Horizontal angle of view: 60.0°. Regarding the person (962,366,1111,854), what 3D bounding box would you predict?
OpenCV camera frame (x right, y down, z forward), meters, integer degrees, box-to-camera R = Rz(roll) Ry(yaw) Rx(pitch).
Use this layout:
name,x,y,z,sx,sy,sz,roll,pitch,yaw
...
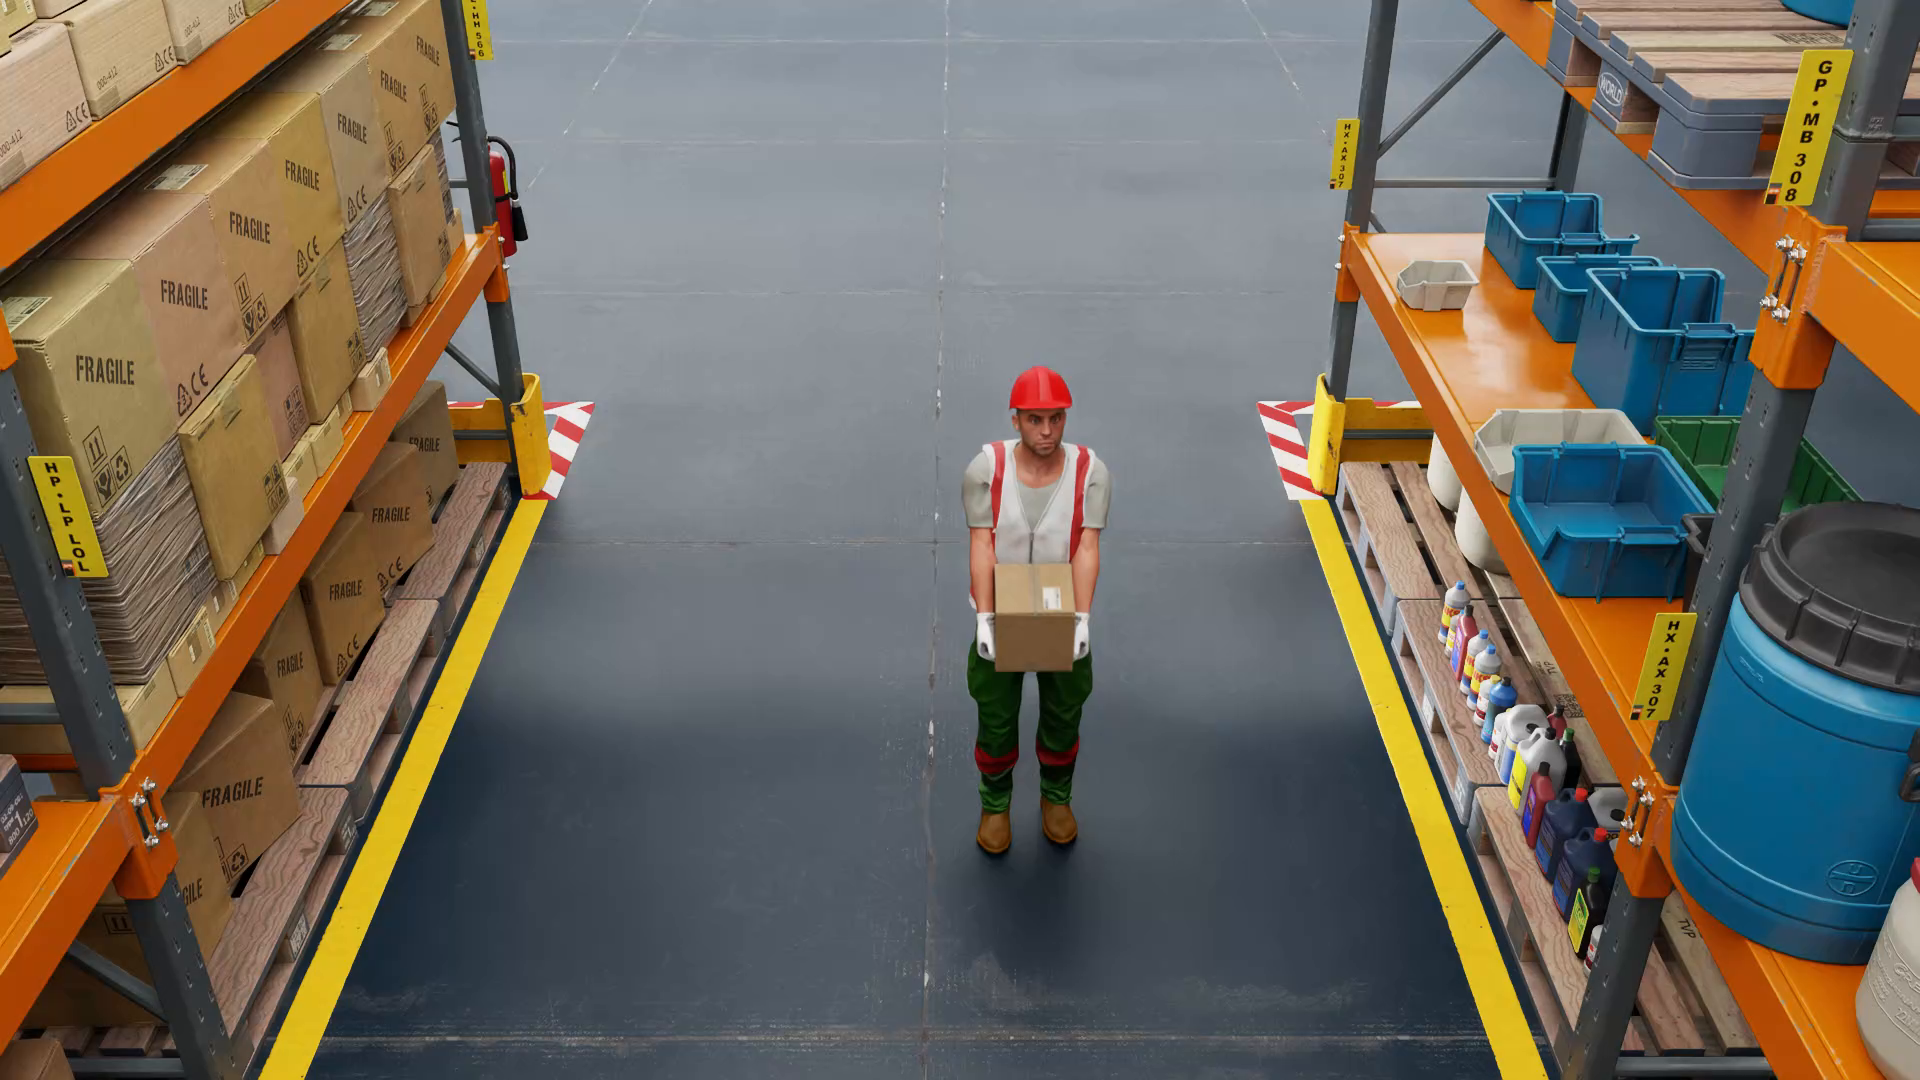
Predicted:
name,x,y,z,sx,sy,sz,roll,pitch,yaw
person,0.252,0.304,5.616,0.493,1.782,0.572,0,31,0
